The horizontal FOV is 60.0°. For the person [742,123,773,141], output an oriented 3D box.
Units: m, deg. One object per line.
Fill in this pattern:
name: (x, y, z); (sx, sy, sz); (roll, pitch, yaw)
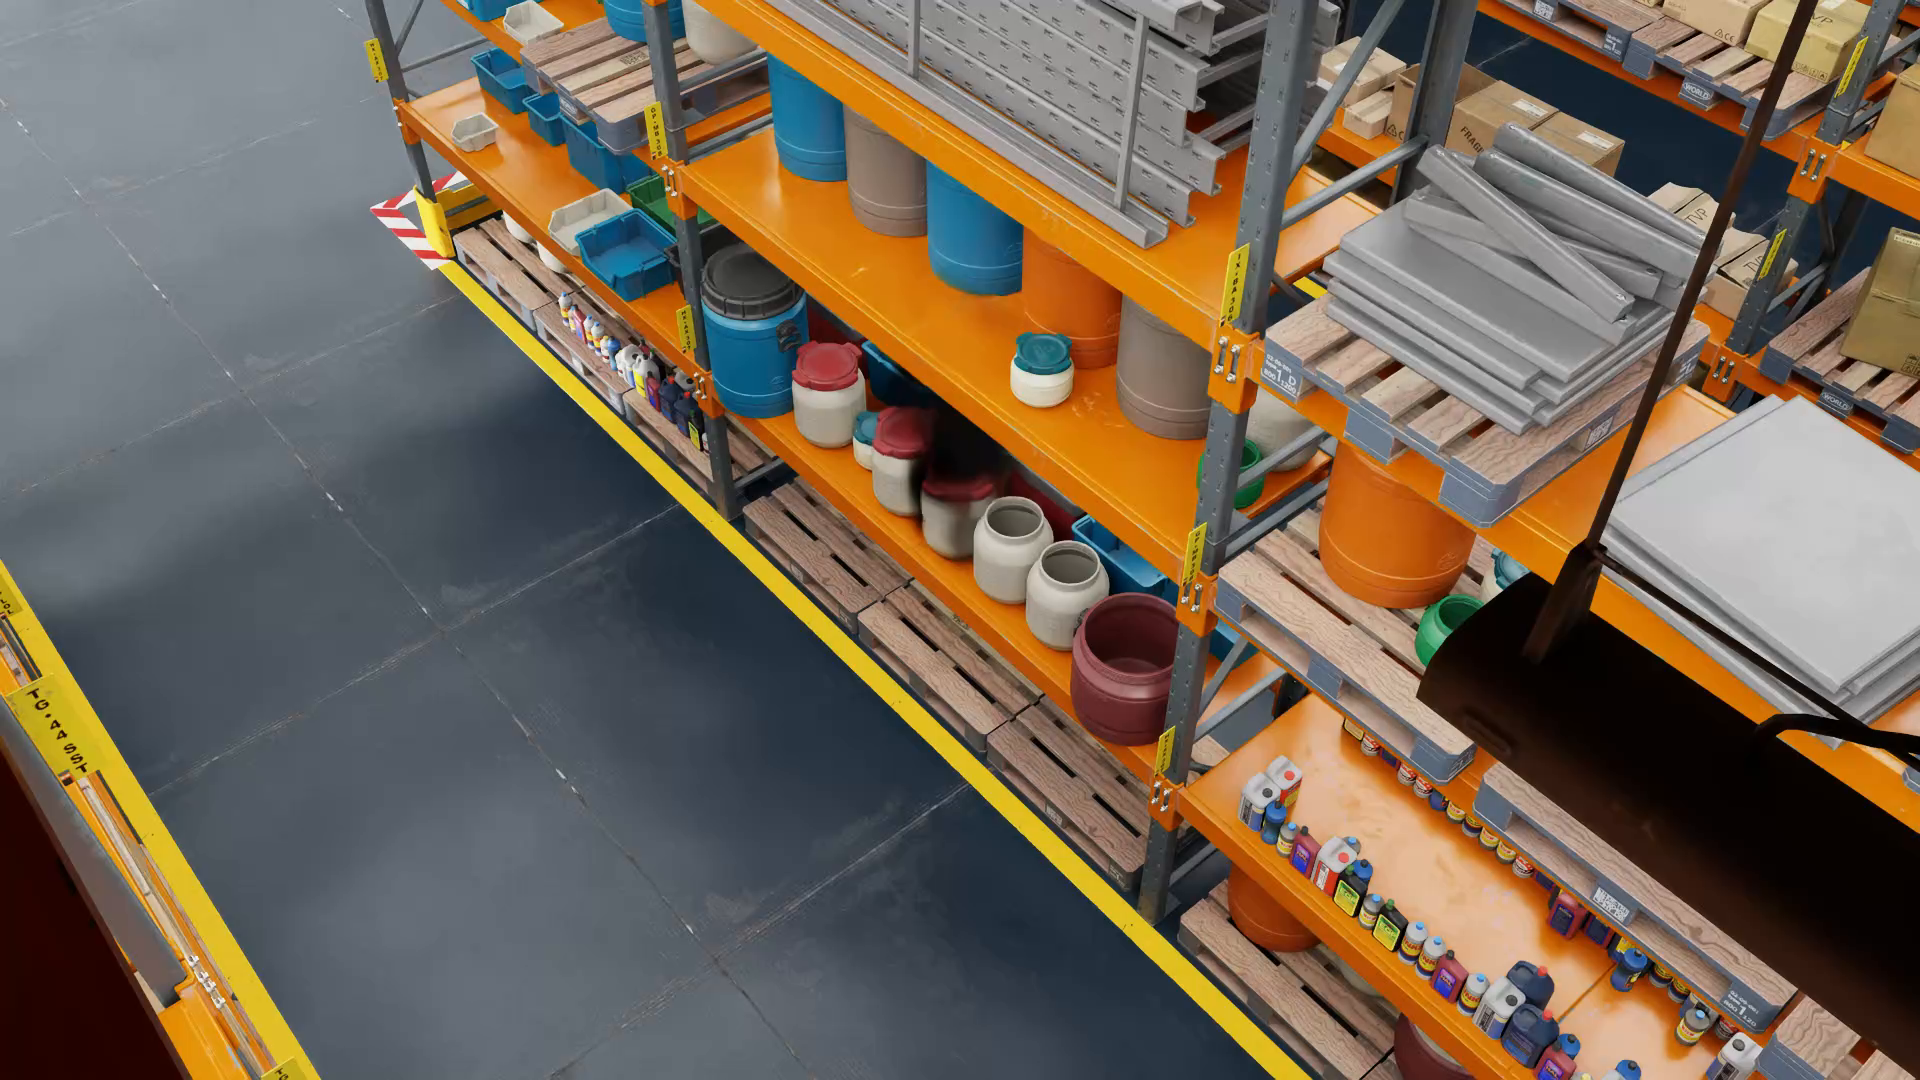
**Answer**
person: (-1.468, -3.032, 12.658); (0.675, 1.805, 0.681); (-32, 54, -27)
